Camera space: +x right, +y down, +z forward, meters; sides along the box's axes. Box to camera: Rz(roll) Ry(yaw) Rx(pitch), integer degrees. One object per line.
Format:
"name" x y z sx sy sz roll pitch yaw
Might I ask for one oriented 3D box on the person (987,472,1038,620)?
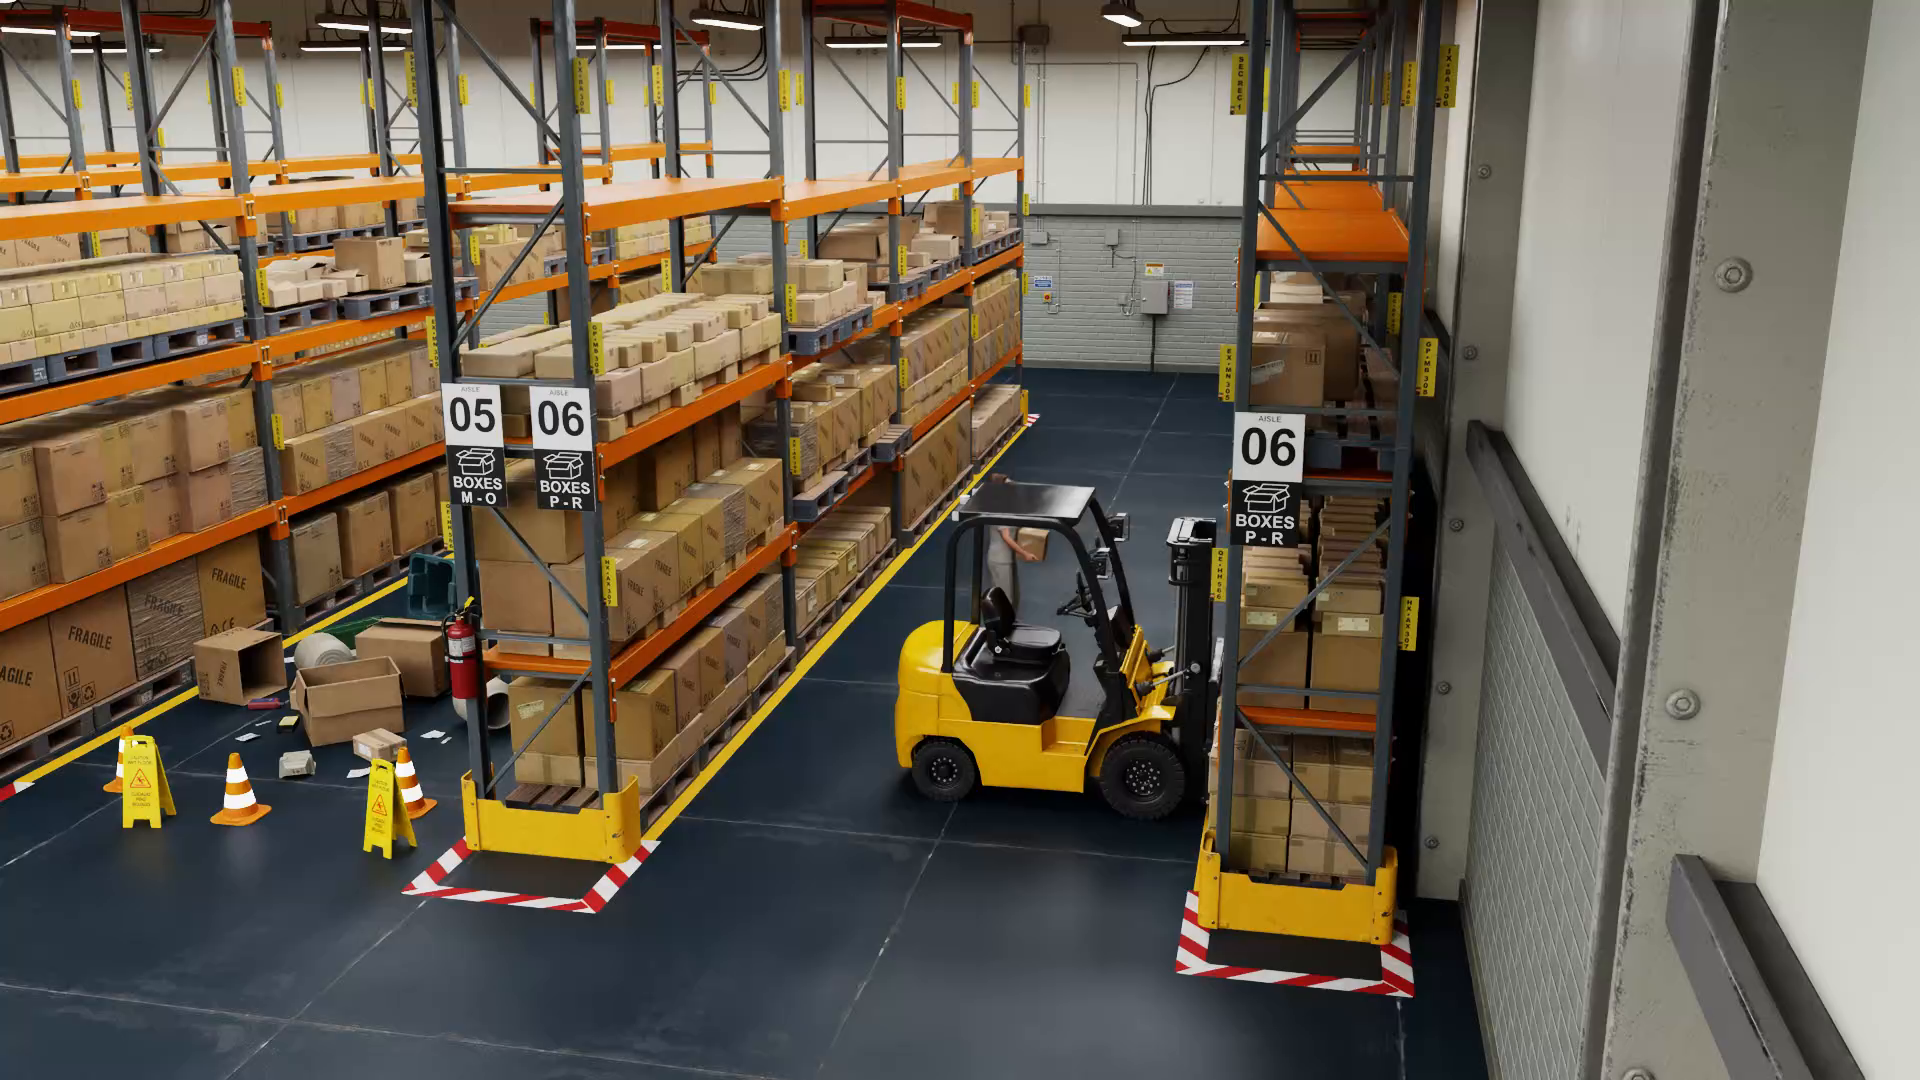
"person" 0.474 0.204 15.262 0.531 1.667 0.437 3 15 12
